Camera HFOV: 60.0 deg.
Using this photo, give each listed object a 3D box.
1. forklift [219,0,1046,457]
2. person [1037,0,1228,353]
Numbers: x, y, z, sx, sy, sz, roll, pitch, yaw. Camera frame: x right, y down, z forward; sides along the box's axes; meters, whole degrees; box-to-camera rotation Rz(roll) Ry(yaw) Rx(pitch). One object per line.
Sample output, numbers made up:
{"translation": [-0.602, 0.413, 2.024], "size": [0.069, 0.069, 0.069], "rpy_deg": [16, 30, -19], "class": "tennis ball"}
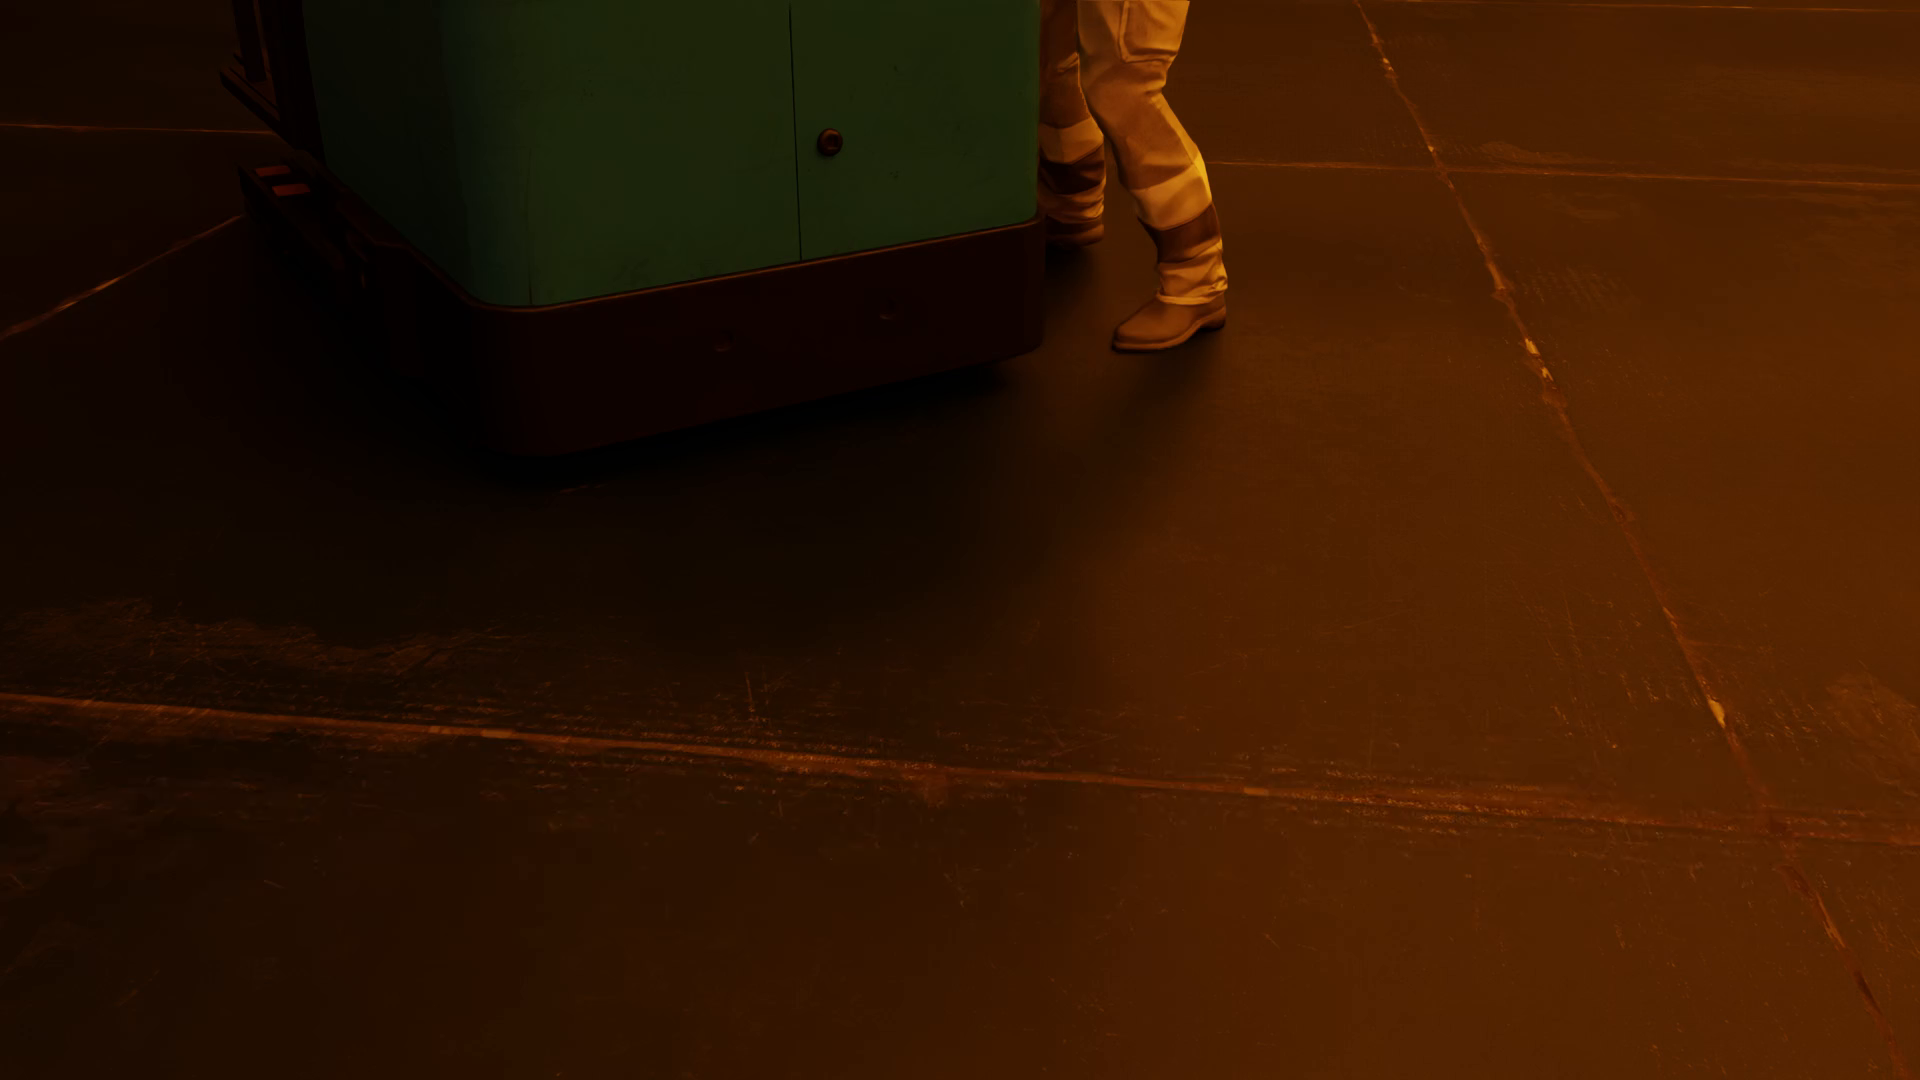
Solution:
{"translation": [-1.047, -2.056, 3.339], "size": [1.130, 2.935, 3.031], "rpy_deg": [-15, 30, -28], "class": "forklift"}
{"translation": [0.251, -1.263, 3.125], "size": [0.472, 1.723, 1.059], "rpy_deg": [-8, 28, -16], "class": "person"}
